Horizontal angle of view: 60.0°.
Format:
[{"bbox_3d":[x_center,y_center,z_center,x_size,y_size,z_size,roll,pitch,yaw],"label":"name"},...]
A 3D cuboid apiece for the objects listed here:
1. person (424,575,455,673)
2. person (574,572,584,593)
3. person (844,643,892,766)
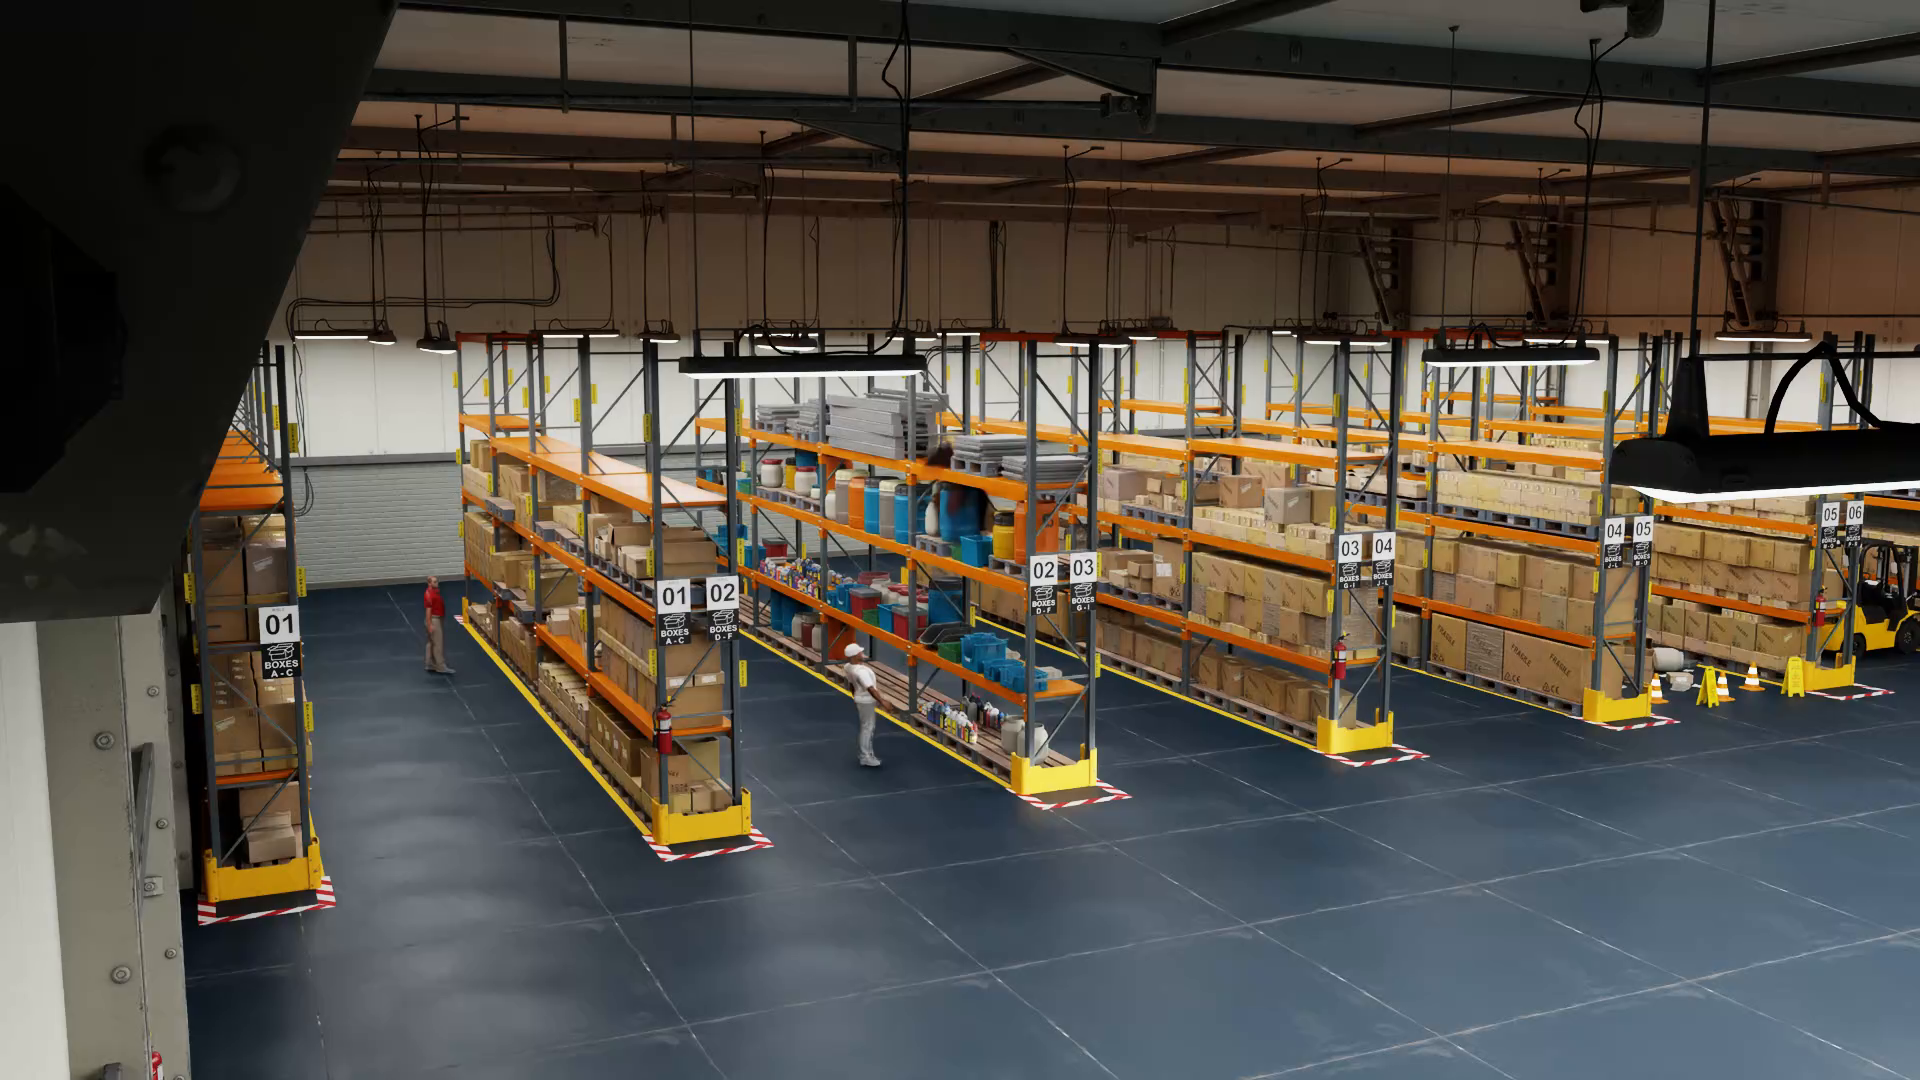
[{"bbox_3d":[-9.293,1.493,29.631,0.531,1.748,0.560,-2,8,-13],"label":"person"},{"bbox_3d":[-8.692,0.353,38.195,0.424,1.692,0.516,3,8,22],"label":"person"},{"bbox_3d":[-1.301,2.325,23.469,0.675,1.783,0.625,0,8,-2],"label":"person"}]
